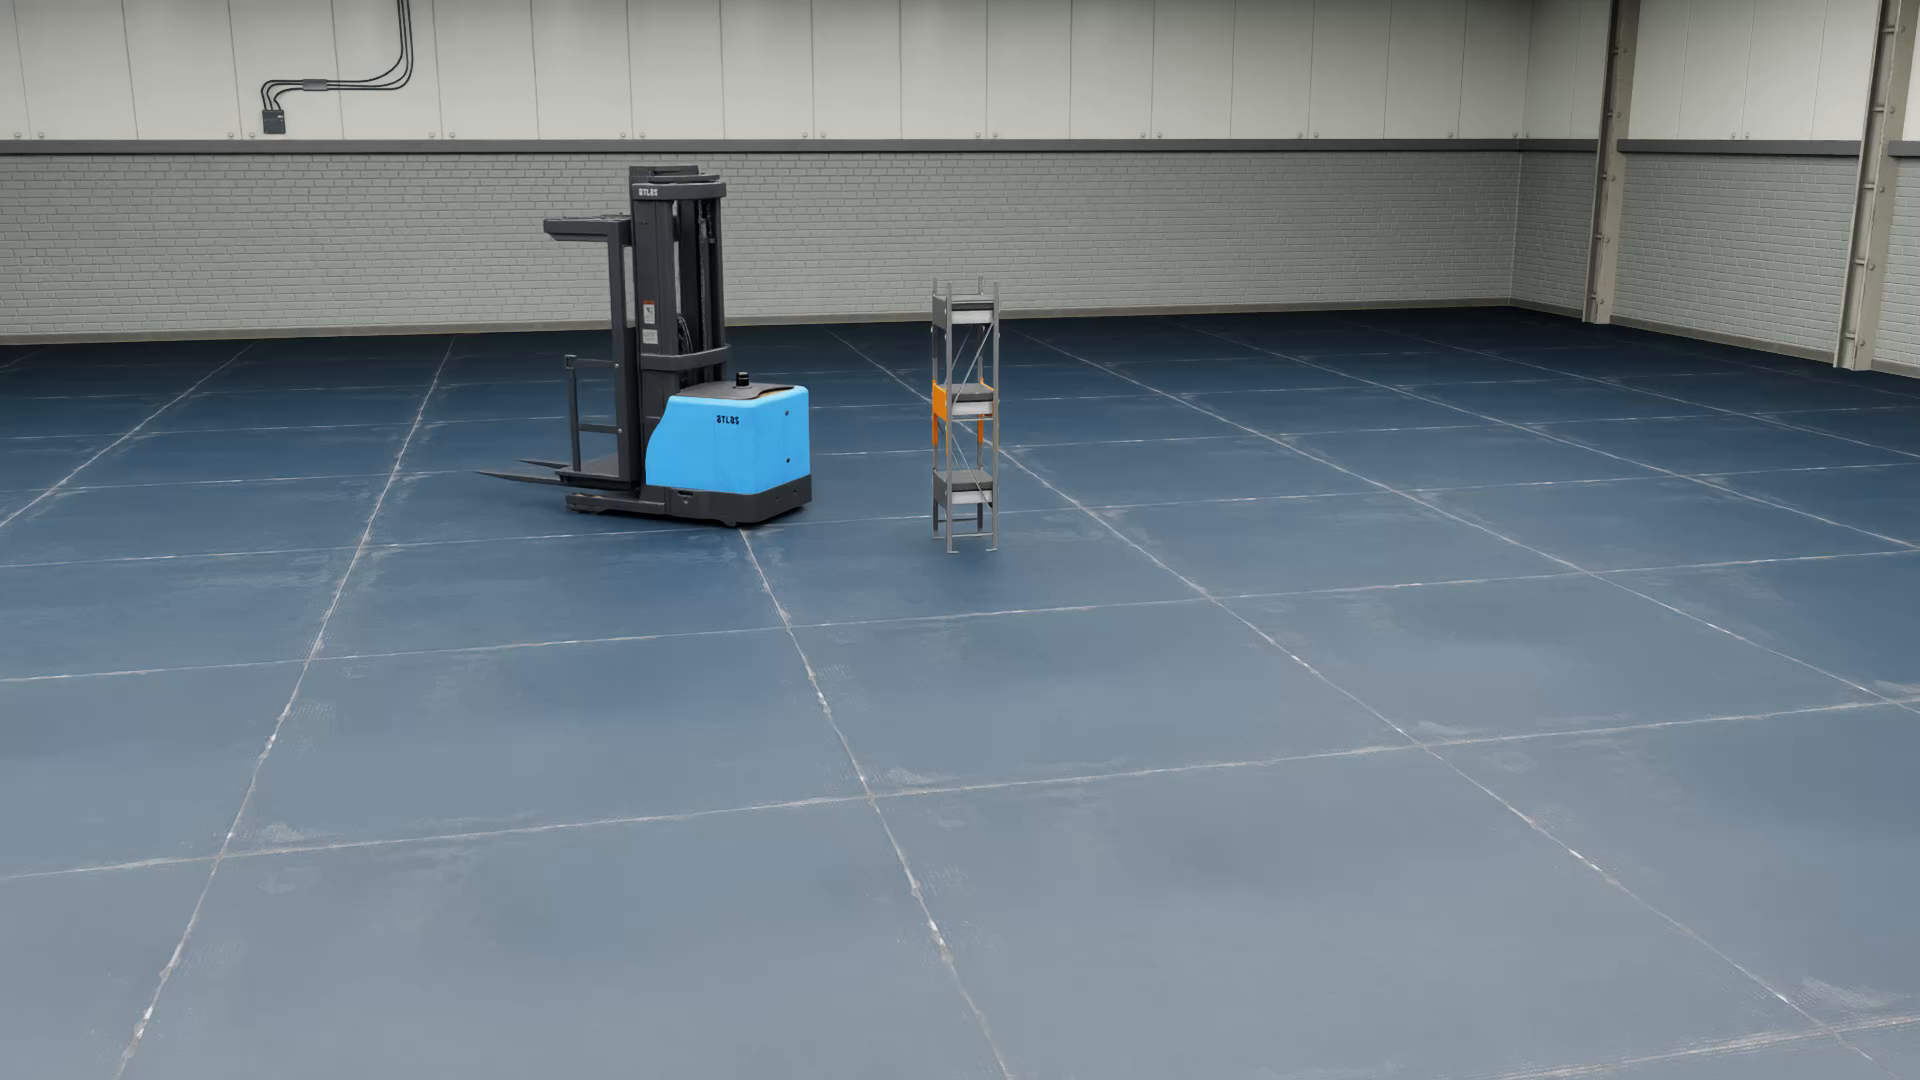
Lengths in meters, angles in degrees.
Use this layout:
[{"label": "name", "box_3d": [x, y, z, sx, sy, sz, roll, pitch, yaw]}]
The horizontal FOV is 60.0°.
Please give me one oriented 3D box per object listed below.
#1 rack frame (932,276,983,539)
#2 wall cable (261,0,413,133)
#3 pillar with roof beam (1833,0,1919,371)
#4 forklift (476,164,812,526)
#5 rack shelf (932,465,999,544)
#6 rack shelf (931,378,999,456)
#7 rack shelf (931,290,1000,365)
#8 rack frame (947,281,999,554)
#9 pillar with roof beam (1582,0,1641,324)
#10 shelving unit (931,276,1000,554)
[{"label": "rack frame", "box_3d": [-0.018, -1.038, 13.252, 0.400, 2.100, 0.015, -3, 14, -13]}, {"label": "wall cable", "box_3d": [-9.729, -9.329, 25.486, 2.305, 6.003, 0.169, -3, 14, -13]}, {"label": "pillar with roof beam", "box_3d": [8.290, -6.530, 21.195, 9.100, 9.000, 0.400, -3, 14, -13]}, {"label": "forklift", "box_3d": [-2.856, -1.747, 14.402, 3.031, 2.935, 1.130, 6, 15, 23]}, {"label": "rack shelf", "box_3d": [0.039, -0.289, 13.191, 0.431, 0.518, 0.480, -3, 14, -13]}, {"label": "rack shelf", "box_3d": [0.039, -0.969, 13.025, 0.431, 0.518, 0.480, -3, 14, -13]}, {"label": "rack shelf", "box_3d": [0.039, -1.649, 12.859, 0.431, 0.518, 0.480, -3, 14, -13]}, {"label": "rack frame", "box_3d": [0.096, -0.926, 12.791, 0.400, 2.100, 0.015, -3, 14, -13]}, {"label": "pillar with roof beam", "box_3d": [6.881, -7.914, 26.860, 9.100, 9.000, 0.400, -3, 14, -13]}, {"label": "shelving unit", "box_3d": [0.039, -0.982, 13.022, 0.431, 2.100, 0.503, -3, 14, -13]}]
